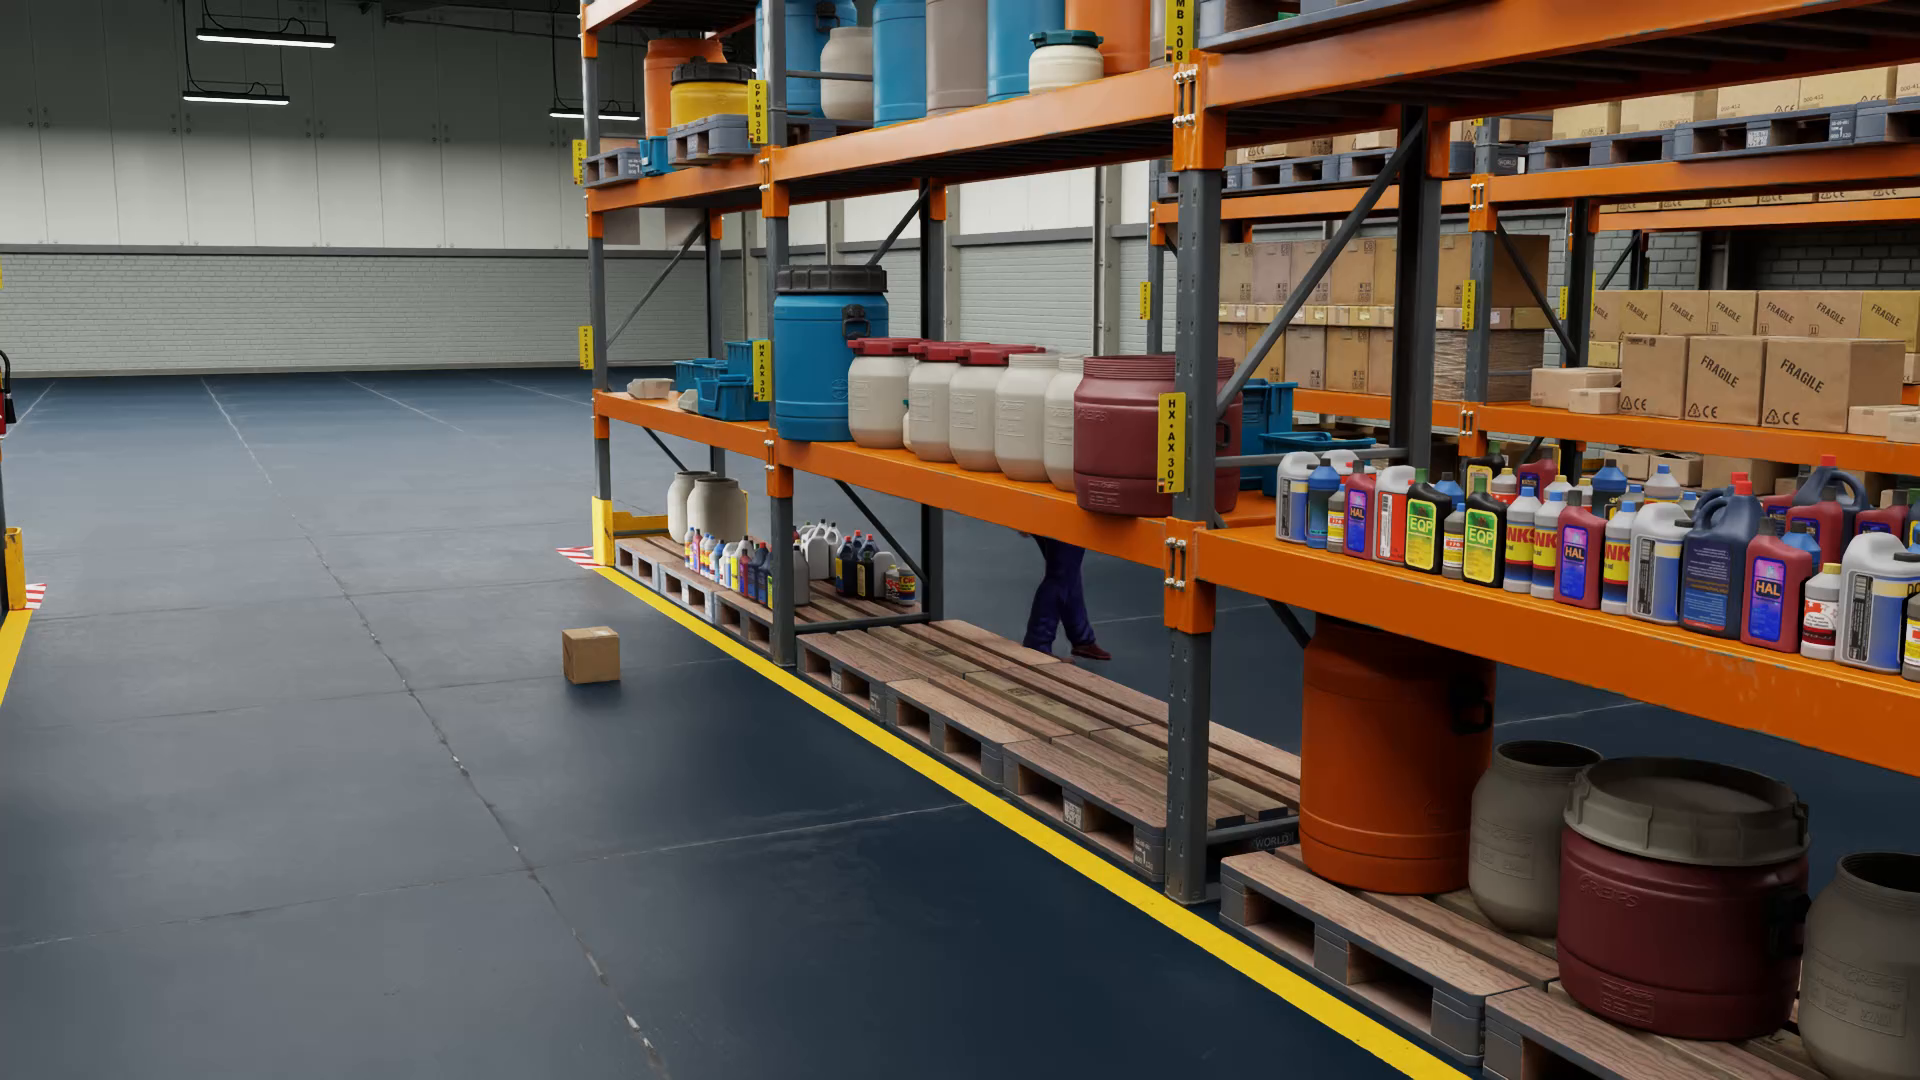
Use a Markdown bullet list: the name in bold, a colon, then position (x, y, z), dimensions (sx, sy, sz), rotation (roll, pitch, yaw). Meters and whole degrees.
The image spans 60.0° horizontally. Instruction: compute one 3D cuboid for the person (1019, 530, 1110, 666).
- **person**: position (0.614, -0.107, 8.869), dimensions (0.699, 1.652, 0.580), rotation (-6, 11, -35)
